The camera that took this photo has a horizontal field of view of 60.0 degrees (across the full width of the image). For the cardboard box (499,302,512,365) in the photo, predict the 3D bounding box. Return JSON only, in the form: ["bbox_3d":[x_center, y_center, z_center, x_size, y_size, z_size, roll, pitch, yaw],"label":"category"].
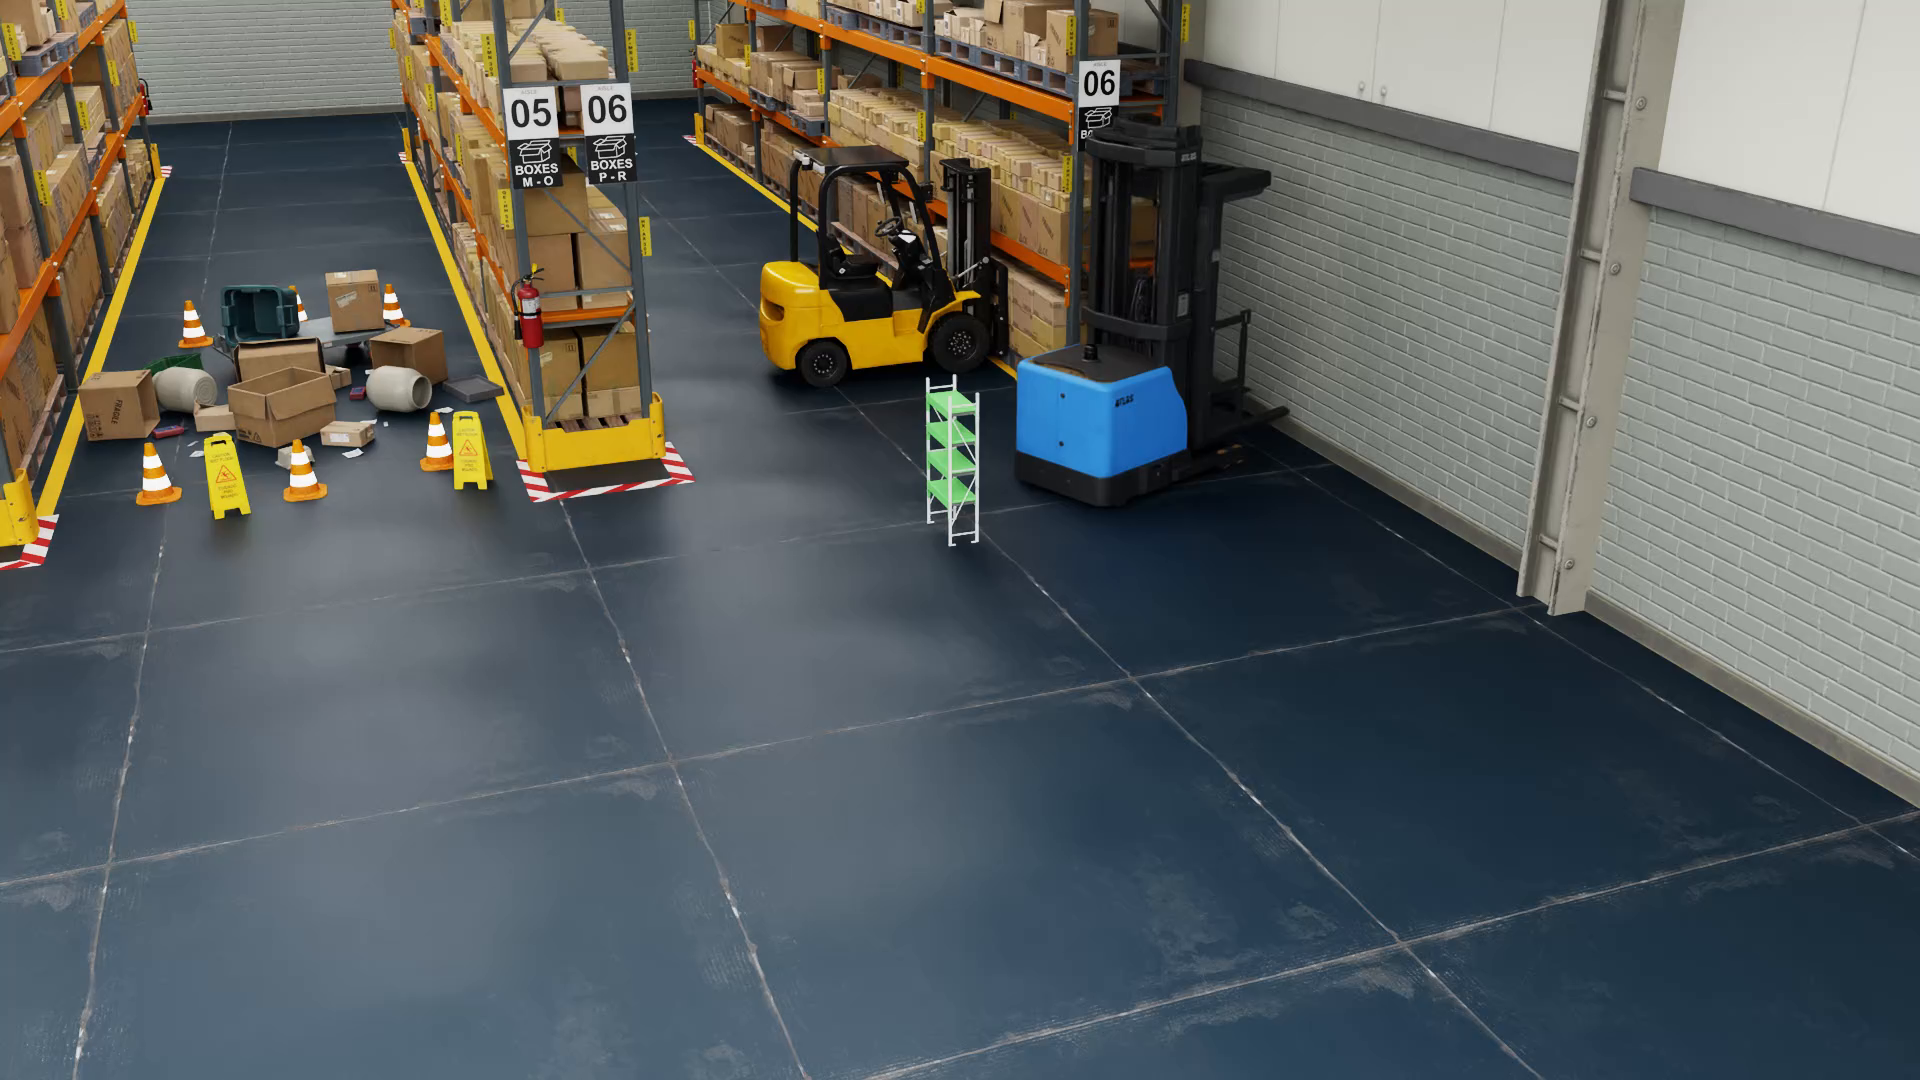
[{"bbox_3d":[-4.037,-1.967,15.712,0.500,0.500,0.500,-9,24,-20],"label":"cardboard box"}]

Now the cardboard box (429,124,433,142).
[{"bbox_3d":[-6.756,-5.420,22.065,0.500,0.250,0.500,-9,24,-20],"label":"cardboard box"}]

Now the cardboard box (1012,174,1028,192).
[{"bbox_3d":[0.740,-3.554,16.481,0.380,0.149,0.250,-9,25,-21],"label":"cardboard box"}]

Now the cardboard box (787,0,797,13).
[{"bbox_3d":[-2.098,-7.486,23.103,0.500,0.250,0.500,-8,24,-19],"label":"cardboard box"}]

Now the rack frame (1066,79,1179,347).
[{"bbox_3d":[1.492,-2.748,15.532,1.000,3.000,0.127,-8,24,-19],"label":"rack frame"}]

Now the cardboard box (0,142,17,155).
[{"bbox_3d":[-9.339,-3.490,15.875,0.700,0.500,0.500,-9,24,-20],"label":"cardboard box"}]

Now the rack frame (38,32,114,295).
[{"bbox_3d":[-10.572,-4.257,19.111,1.000,3.000,0.127,-8,24,-19],"label":"rack frame"}]

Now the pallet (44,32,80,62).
[{"bbox_3d":[-10.295,-5.325,18.027,1.213,0.211,1.003,-7,24,-17],"label":"pallet"}]

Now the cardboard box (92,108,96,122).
[{"bbox_3d":[-11.289,-5.428,21.290,0.380,0.149,0.250,-10,25,-22],"label":"cardboard box"}]

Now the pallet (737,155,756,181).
[{"bbox_3d":[-2.989,-6.073,27.011,1.003,0.211,1.213,-8,24,-19],"label":"pallet"}]

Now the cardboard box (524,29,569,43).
[{"bbox_3d":[-3.865,-4.692,15.577,0.380,0.149,0.250,-9,24,-20],"label":"cardboard box"}]

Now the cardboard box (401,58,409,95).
[{"bbox_3d":[-8.534,-7.344,26.308,0.500,0.500,0.500,-8,24,-19],"label":"cardboard box"}]

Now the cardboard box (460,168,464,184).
[{"bbox_3d":[-5.298,-4.025,18.344,0.380,0.149,0.250,-8,24,-19],"label":"cardboard box"}]

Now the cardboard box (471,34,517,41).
[{"bbox_3d":[-4.246,-4.528,15.190,0.380,0.149,0.250,-9,24,-20],"label":"cardboard box"}]

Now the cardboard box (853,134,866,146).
[{"bbox_3d":[-1.044,-5.022,21.119,0.500,0.250,0.500,-9,25,-21],"label":"cardboard box"}]

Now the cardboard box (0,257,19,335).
[{"bbox_3d":[-8.214,-1.965,13.481,0.875,0.550,0.550,-8,24,-19],"label":"cardboard box"}]

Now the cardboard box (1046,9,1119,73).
[{"bbox_3d":[1.108,-4.544,15.131,0.500,0.500,0.500,-8,24,-17],"label":"cardboard box"}]

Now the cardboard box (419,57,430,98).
[{"bbox_3d":[-6.934,-6.183,22.265,0.500,0.500,0.500,-9,24,-20],"label":"cardboard box"}]

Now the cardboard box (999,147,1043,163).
[{"bbox_3d":[0.621,-3.888,16.890,0.380,0.149,0.250,-8,24,-18],"label":"cardboard box"}]

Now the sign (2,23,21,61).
[{"bbox_3d":[-8.640,-4.537,15.146,0.100,0.325,0.005,-8,24,-19],"label":"sign"}]

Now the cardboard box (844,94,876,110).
[{"bbox_3d":[-1.287,-5.657,21.470,0.380,0.149,0.250,-8,24,-18],"label":"cardboard box"}]

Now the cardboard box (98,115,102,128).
[{"bbox_3d":[-11.481,-5.486,21.810,0.380,0.149,0.250,-8,24,-19],"label":"cardboard box"}]

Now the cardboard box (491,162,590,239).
[{"bbox_3d":[-3.535,-2.865,14.011,0.700,0.500,0.500,-9,24,-20],"label":"cardboard box"}]

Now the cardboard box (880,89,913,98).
[{"bbox_3d":[-0.833,-5.830,21.880,0.380,0.149,0.250,-8,24,-18],"label":"cardboard box"}]

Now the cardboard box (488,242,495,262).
[{"bbox_3d":[-4.309,-2.779,15.928,0.380,0.149,0.250,-8,24,-19],"label":"cardboard box"}]

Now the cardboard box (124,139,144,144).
[{"bbox_3d":[-12.974,-6.160,25.990,0.380,0.149,0.250,-8,24,-18],"label":"cardboard box"}]

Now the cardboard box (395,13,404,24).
[{"bbox_3d":[-8.792,-8.323,26.506,0.380,0.149,0.250,-8,24,-17],"label":"cardboard box"}]

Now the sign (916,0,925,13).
[{"bbox_3d":[-0.425,-5.889,18.051,0.100,0.325,0.005,-8,24,-19],"label":"sign"}]

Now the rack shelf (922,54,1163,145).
[{"bbox_3d":[0.786,-4.526,16.813,1.077,0.370,4.000,-8,24,-19],"label":"rack shelf"}]

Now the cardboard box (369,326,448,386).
[{"bbox_3d":[-5.458,-1.793,16.480,0.500,0.500,0.500,8,24,18],"label":"cardboard box"}]

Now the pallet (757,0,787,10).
[{"bbox_3d":[-2.213,-7.781,23.853,1.213,0.211,1.003,-8,24,-19],"label":"pallet"}]

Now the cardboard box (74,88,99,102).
[{"bbox_3d":[-11.565,-5.845,21.897,0.380,0.149,0.250,-9,25,-21],"label":"cardboard box"}]

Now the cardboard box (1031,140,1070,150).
[{"bbox_3d":[0.957,-4.043,17.257,0.380,0.149,0.250,-8,24,-17],"label":"cardboard box"}]

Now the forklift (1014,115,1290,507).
[{"bbox_3d":[1.861,-2.091,14.061,3.031,2.935,1.130,-21,30,-40],"label":"forklift"}]

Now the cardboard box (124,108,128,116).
[{"bbox_3d":[-12.289,-6.214,24.078,0.380,0.149,0.250,-7,24,-17],"label":"cardboard box"}]

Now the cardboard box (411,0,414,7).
[{"bbox_3d":[-6.870,-7.195,21.551,0.500,0.500,0.500,-8,24,-18],"label":"cardboard box"}]

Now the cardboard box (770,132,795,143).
[{"bbox_3d":[-2.699,-6.192,25.546,0.380,0.149,0.250,-9,24,-20],"label":"cardboard box"}]

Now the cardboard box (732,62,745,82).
[{"bbox_3d":[-3.346,-7.508,26.635,0.500,0.250,0.500,-8,24,-19],"label":"cardboard box"}]

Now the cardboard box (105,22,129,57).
[{"bbox_3d":[-12.824,-7.491,24.986,0.500,0.500,0.500,-9,25,-21],"label":"cardboard box"}]

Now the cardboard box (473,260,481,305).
[{"bbox_3d":[-5.008,-2.953,18.860,0.950,0.372,0.625,-7,24,-16],"label":"cardboard box"}]

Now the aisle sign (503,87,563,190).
[{"bbox_3d":[-3.400,-3.202,13.260,0.394,0.787,0.004,-8,24,-19],"label":"aisle sign"}]

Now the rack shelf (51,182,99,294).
[{"bbox_3d":[-9.865,-3.199,17.527,1.077,0.370,4.000,-8,24,-19],"label":"rack shelf"}]

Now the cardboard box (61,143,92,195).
[{"bbox_3d":[-10.161,-4.176,18.791,0.500,0.500,0.500,-8,24,-19],"label":"cardboard box"}]

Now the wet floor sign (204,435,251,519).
[{"bbox_3d":[-5.883,-0.526,13.291,0.267,0.644,0.232,-13,26,-28],"label":"wet floor sign"}]

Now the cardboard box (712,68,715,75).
[{"bbox_3d":[-4.010,-8.012,28.344,0.380,0.149,0.250,-8,24,-17],"label":"cardboard box"}]

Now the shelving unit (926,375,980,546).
[{"bbox_3d":[-0.059,-0.613,12.783,0.258,1.200,0.503,-8,24,-19],"label":"shelving unit"}]

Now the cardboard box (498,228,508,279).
[{"bbox_3d":[-3.772,-2.591,14.647,0.500,0.500,0.500,-8,24,-19],"label":"cardboard box"}]

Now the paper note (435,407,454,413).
[{"bbox_3d":[-4.887,-1.236,15.767,0.142,0.019,0.148,-18,29,-37],"label":"paper note"}]

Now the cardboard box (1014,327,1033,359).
[{"bbox_3d":[0.864,-1.984,16.719,0.500,0.250,0.500,-8,24,-19],"label":"cardboard box"}]

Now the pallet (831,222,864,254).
[{"bbox_3d":[-1.080,-4.066,22.248,1.003,0.211,1.213,-8,24,-19],"label":"pallet"}]

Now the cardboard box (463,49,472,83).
[{"bbox_3d":[-4.308,-4.402,15.404,0.500,0.250,0.500,-8,24,-19],"label":"cardboard box"}]

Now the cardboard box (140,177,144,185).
[{"bbox_3d":[-12.492,-5.419,24.999,0.380,0.149,0.250,-8,24,-18],"label":"cardboard box"}]

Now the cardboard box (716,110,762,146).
[{"bbox_3d":[-3.767,-7.052,28.422,0.700,0.500,0.500,-7,24,-17],"label":"cardboard box"}]

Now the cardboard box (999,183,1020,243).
[{"bbox_3d":[0.717,-3.313,16.743,0.500,0.500,0.500,-9,24,-20],"label":"cardboard box"}]

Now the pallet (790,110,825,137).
[{"bbox_3d":[-1.639,-5.803,23.027,1.213,0.211,1.003,-8,24,-19],"label":"pallet"}]

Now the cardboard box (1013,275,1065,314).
[{"bbox_3d":[0.852,-2.445,16.524,0.500,0.250,0.500,-8,24,-18],"label":"cardboard box"}]

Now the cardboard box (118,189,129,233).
[{"bbox_3d":[-11.307,-4.331,21.965,0.500,0.500,0.500,-9,24,-20],"label":"cardboard box"}]
